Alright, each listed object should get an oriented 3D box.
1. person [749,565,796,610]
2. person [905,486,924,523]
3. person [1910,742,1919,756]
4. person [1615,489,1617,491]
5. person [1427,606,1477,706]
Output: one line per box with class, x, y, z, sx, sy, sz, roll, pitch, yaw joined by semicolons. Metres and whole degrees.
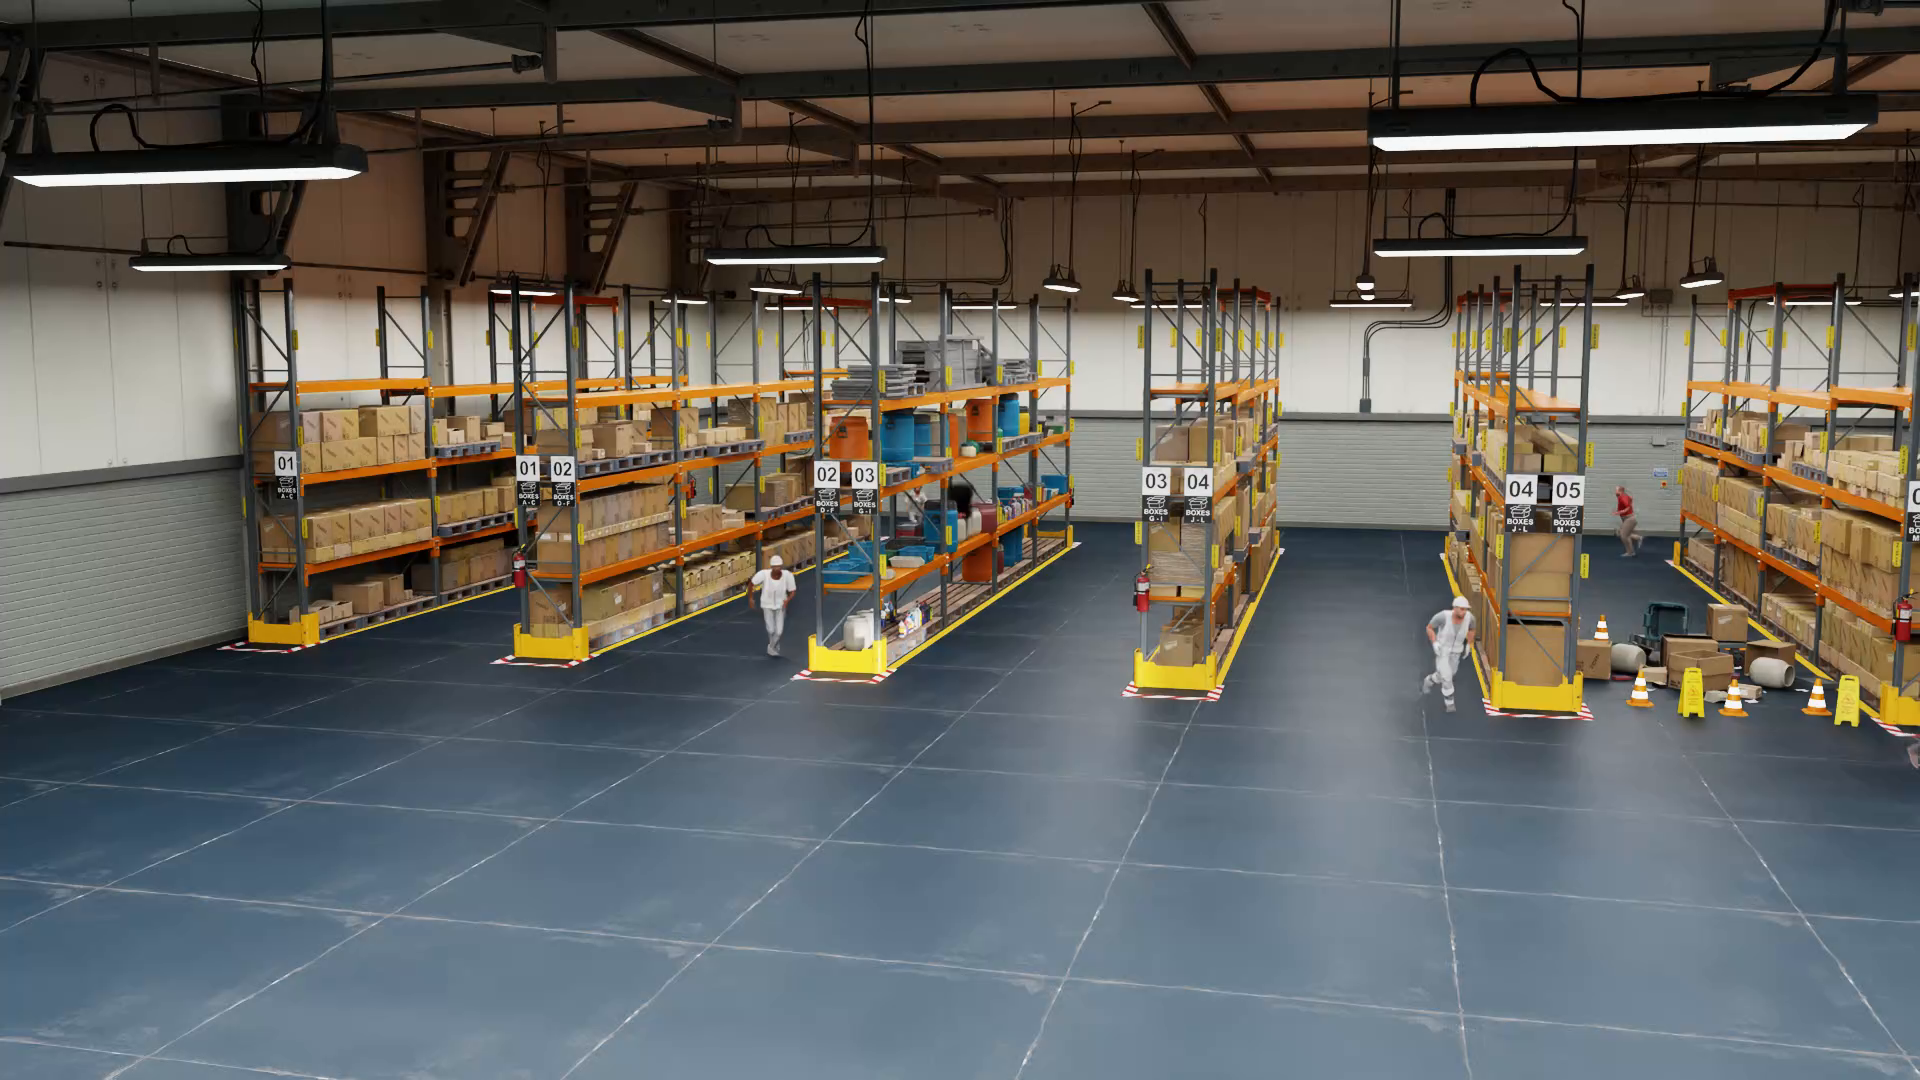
person;-2.931;0.697;26.020;0.730;0.849;0.586;-1;7;-11
person;-1.071;-0.669;40.237;0.511;1.449;0.817;0;7;-3
person;11.225;1.937;18.765;0.600;1.490;0.891;-4;8;-28
person;15.296;-1.150;38.610;0.151;0.053;0.159;1;7;12
person;6.636;1.495;22.643;0.668;1.500;0.997;-1;7;-7
